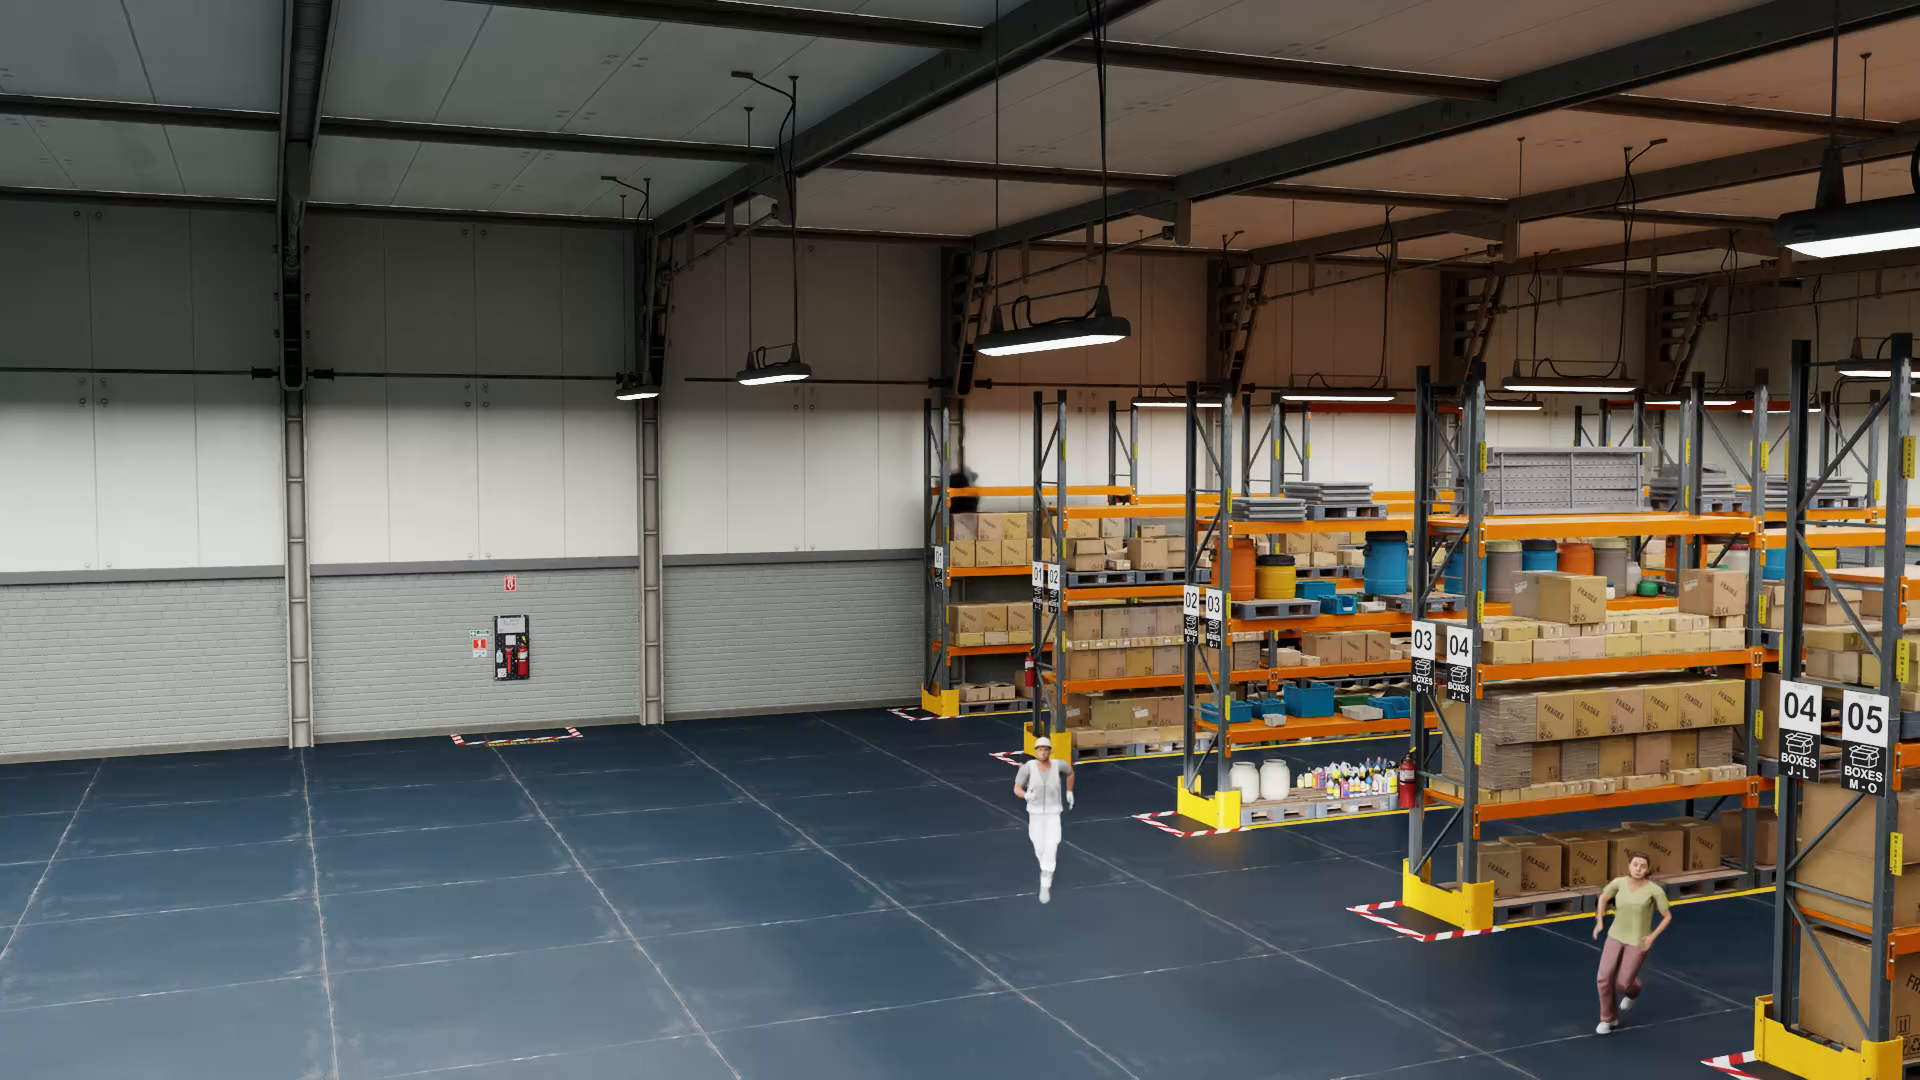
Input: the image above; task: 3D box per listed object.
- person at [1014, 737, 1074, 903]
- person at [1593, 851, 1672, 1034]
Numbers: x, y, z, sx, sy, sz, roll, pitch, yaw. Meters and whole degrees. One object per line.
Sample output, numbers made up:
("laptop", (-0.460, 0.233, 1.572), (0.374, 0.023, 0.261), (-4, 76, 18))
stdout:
("person", (0.966, 3.163, 19.060), (0.690, 1.849, 0.912), (0, 3, 3))
("person", (5.904, 3.515, 14.589), (0.622, 1.634, 0.570), (3, 5, 42))
